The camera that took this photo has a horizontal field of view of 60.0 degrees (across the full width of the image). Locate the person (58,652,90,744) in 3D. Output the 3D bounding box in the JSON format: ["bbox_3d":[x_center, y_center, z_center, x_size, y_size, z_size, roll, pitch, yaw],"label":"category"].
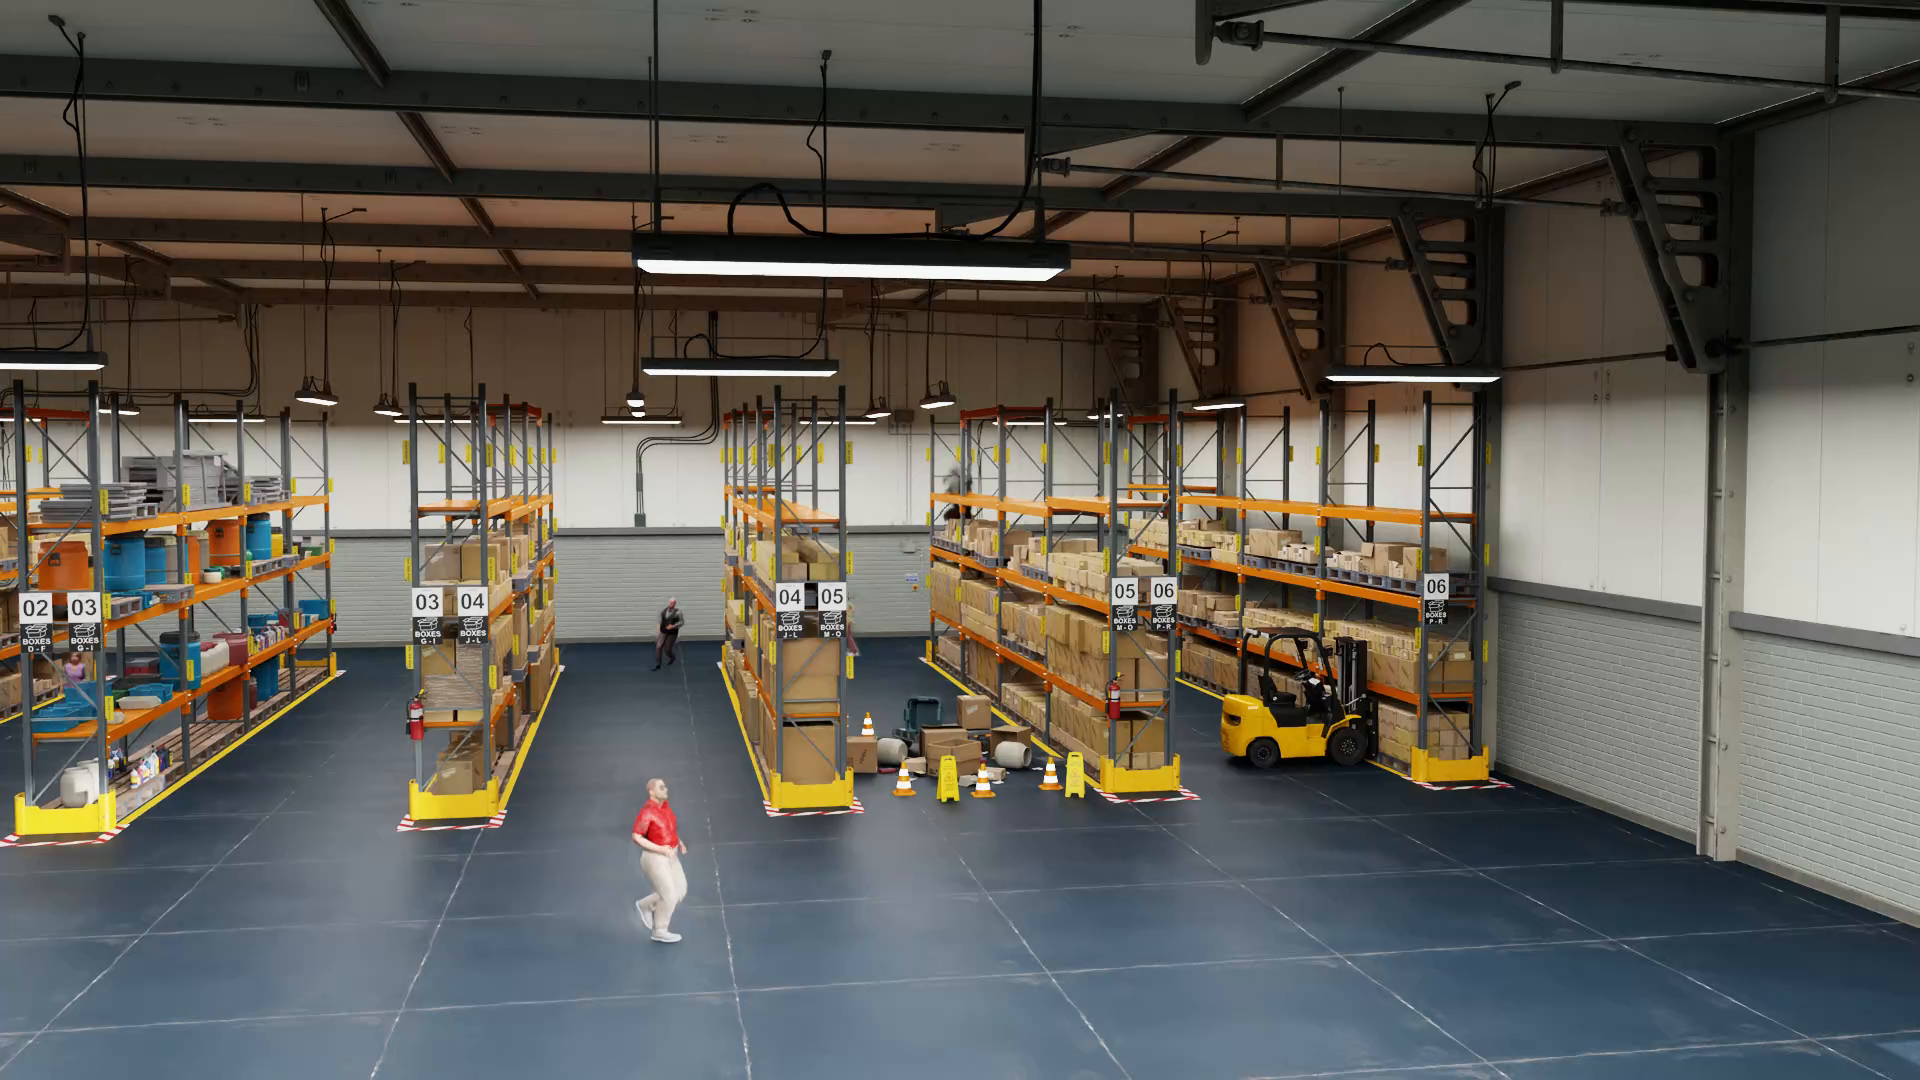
[{"bbox_3d":[-15.468,2.730,29.049,0.503,1.617,0.682,-1,3,-26],"label":"person"}]

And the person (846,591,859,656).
[{"bbox_3d":[-2.845,2.079,41.288,0.677,1.670,0.573,-1,3,-10],"label":"person"}]

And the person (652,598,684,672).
[{"bbox_3d":[-6.770,2.204,38.884,0.695,1.703,0.825,1,3,15],"label":"person"}]

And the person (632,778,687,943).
[{"bbox_3d":[-3.095,3.290,17.149,0.585,1.673,0.661,1,3,18],"label":"person"}]
